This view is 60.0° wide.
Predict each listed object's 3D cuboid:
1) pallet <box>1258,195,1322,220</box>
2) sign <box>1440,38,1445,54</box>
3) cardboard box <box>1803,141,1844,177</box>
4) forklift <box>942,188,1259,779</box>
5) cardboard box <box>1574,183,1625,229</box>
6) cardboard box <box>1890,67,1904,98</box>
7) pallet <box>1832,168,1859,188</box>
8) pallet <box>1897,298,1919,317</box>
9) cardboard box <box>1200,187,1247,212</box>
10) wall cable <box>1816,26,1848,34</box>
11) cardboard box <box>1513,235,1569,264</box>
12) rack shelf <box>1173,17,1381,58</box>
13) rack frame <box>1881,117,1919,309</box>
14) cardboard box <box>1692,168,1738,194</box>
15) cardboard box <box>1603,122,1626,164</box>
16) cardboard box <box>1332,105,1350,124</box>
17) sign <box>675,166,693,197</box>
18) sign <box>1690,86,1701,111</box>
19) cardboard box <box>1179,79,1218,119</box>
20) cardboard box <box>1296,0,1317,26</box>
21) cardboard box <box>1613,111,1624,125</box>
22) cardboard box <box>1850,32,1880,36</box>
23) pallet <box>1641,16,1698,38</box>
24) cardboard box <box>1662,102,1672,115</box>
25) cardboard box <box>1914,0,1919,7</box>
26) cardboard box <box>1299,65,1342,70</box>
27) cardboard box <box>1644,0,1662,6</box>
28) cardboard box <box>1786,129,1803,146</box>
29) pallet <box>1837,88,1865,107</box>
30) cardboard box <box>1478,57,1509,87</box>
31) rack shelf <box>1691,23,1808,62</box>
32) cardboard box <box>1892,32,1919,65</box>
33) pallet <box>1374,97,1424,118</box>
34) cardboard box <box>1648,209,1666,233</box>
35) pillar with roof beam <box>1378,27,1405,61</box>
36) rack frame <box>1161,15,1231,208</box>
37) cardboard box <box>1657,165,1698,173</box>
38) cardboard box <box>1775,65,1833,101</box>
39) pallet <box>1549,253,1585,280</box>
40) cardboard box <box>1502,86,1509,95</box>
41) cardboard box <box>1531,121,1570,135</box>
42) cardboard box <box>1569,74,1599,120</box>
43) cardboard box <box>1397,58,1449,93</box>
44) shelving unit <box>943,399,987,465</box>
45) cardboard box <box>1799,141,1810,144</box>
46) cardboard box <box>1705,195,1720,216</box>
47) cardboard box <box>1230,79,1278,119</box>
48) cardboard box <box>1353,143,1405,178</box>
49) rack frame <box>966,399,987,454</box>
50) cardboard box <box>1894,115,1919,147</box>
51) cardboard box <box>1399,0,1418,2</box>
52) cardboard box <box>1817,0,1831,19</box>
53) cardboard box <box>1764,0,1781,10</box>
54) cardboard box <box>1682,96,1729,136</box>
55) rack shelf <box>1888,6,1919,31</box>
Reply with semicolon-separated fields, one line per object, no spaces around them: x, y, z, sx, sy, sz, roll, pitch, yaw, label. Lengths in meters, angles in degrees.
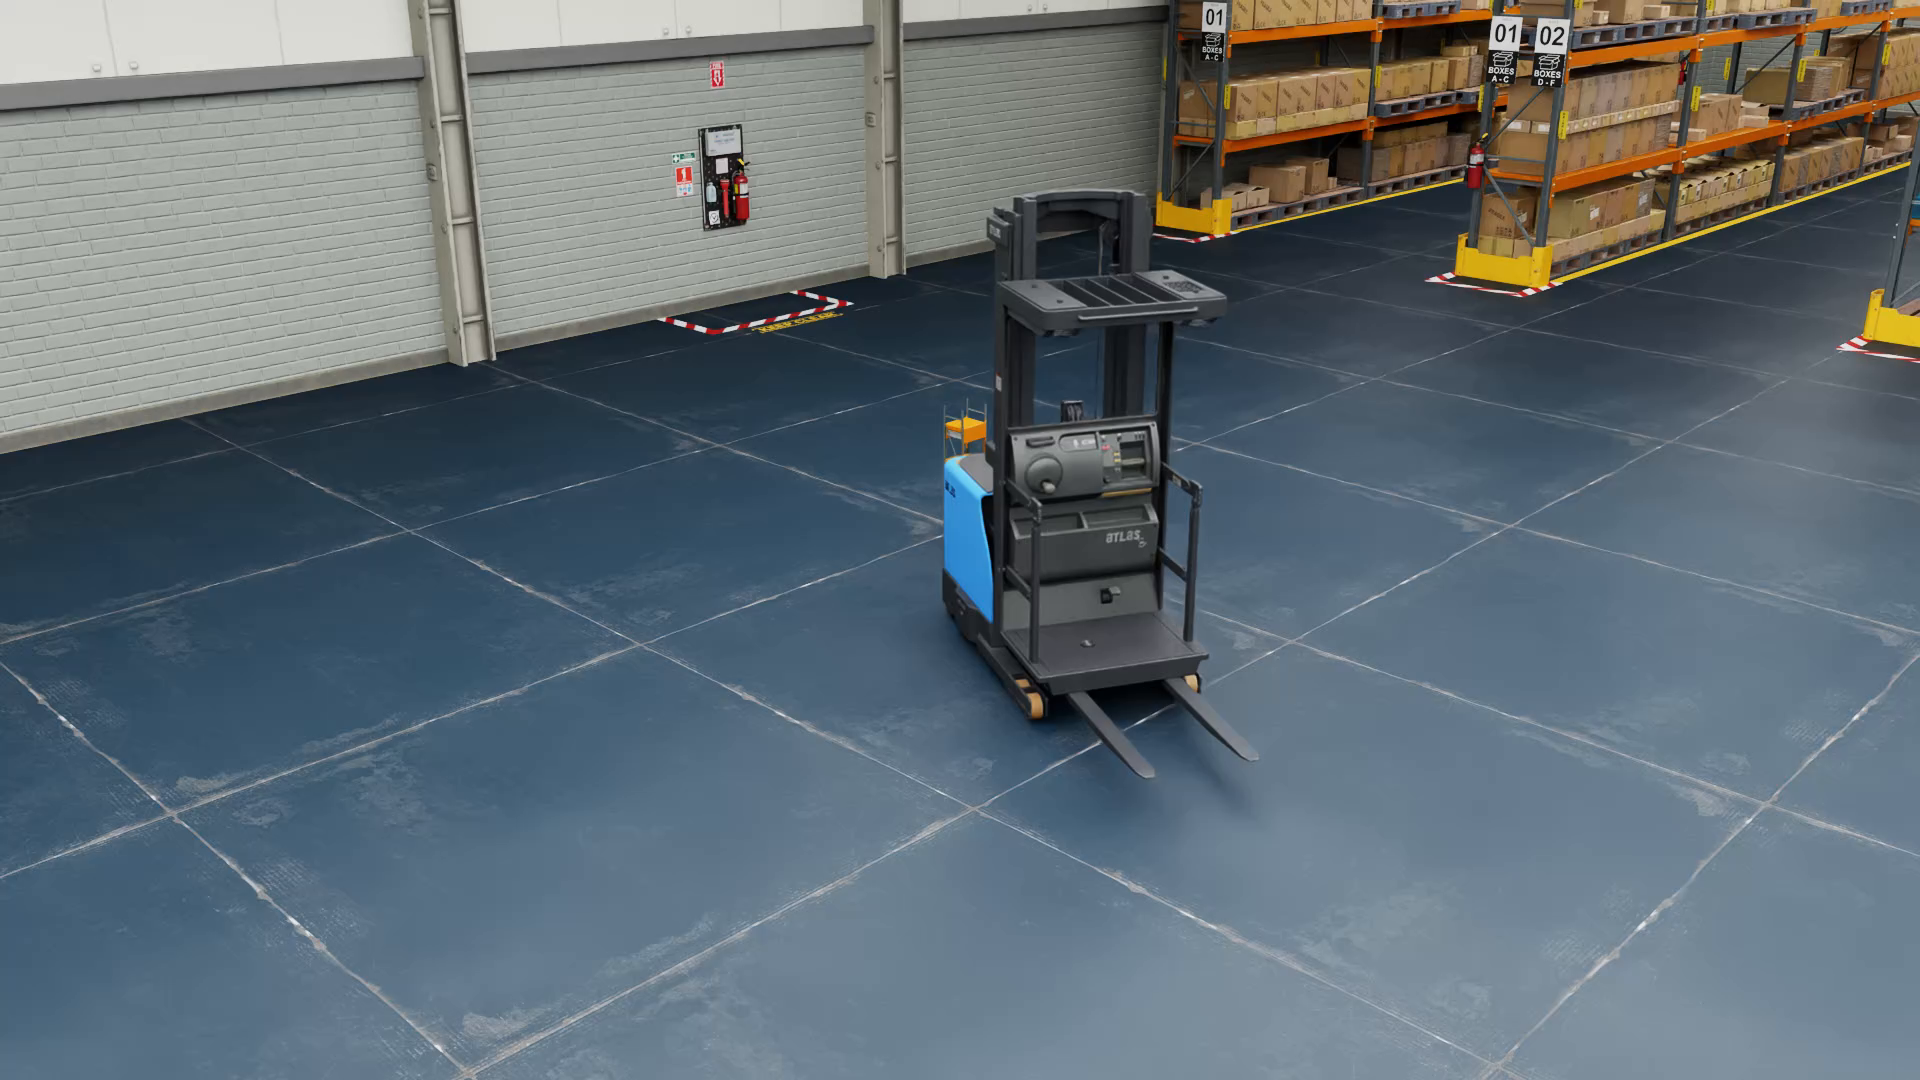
4.871;-5.207;25.827;1.003;0.211;1.213;19;28;41;pallet
8.556;-8.712;29.445;0.100;0.325;0.005;19;28;41;sign
14.458;-6.409;27.939;0.500;0.500;0.500;20;29;41;cardboard box
0.818;-0.465;9.699;1.130;2.935;3.031;-7;22;-17;forklift
8.509;-4.468;22.219;0.500;0.500;0.500;19;28;41;cardboard box
16.204;-8.065;29.236;0.500;0.500;0.500;-20;28;-41;cardboard box
14.758;-6.302;28.678;1.003;0.211;1.213;19;28;41;pallet
11.063;-2.434;18.614;1.003;0.211;1.213;19;28;41;pallet
3.922;-5.082;24.751;0.500;0.311;0.500;15;26;35;cardboard box
18.738;-12.805;37.675;3.097;2.526;0.112;19;28;41;wall cable
7.460;-3.733;21.352;0.500;0.250;0.500;19;28;41;cardboard box
4.770;-7.555;24.872;1.077;0.370;4.000;19;28;41;rack shelf
10.473;-3.497;17.493;1.000;3.000;0.127;19;28;41;rack frame
11.256;-5.380;24.856;0.500;0.311;0.500;-19;28;-41;cardboard box
8.340;-5.300;22.044;0.500;0.500;0.700;-19;28;-40;cardboard box
5.699;-6.621;25.800;0.500;0.250;0.500;19;28;41;cardboard box
-3.153;-4.106;19.026;0.001;0.329;0.234;19;28;41;sign
10.116;-6.069;22.866;0.100;0.325;0.005;19;28;41;sign
3.552;-6.441;24.286;0.500;0.500;0.500;19;28;40;cardboard box
4.906;-7.863;24.503;0.500;0.500;0.500;-18;27;-39;cardboard box
8.428;-5.529;21.736;0.380;0.149;0.250;20;28;41;cardboard box
16.173;-8.793;29.737;0.500;0.500;0.500;20;28;41;cardboard box
9.141;-6.899;22.286;1.003;0.211;1.213;19;28;41;pallet
9.507;-5.929;22.776;0.380;0.149;0.250;19;28;40;cardboard box
16.516;-9.472;29.064;0.500;0.250;0.500;19;28;41;cardboard box
5.688;-7.226;26.329;0.500;0.500;0.500;18;28;39;cardboard box
9.177;-7.411;22.574;0.500;0.500;0.500;-17;27;-38;cardboard box
13.739;-6.762;27.812;0.500;0.250;0.500;19;28;40;cardboard box
14.663;-7.555;28.317;1.003;0.211;1.213;19;28;41;pallet
9.478;-8.289;29.377;0.500;0.500;0.500;-19;28;-40;cardboard box
11.113;-7.345;24.324;1.077;0.370;4.000;19;28;41;rack shelf
16.907;-8.784;29.715;0.500;0.500;0.500;-19;28;-40;cardboard box
6.803;-7.076;27.070;1.003;0.211;1.213;19;28;41;pallet
9.550;-4.505;23.361;0.500;0.250;0.500;19;28;41;cardboard box
10.514;-9.638;25.108;9.100;9.000;0.400;19;28;41;pillar with roof beam
3.375;-5.977;23.944;1.000;3.000;0.127;19;28;41;rack frame
10.856;-5.508;25.189;0.500;0.311;0.500;19;28;40;cardboard box
13.641;-7.415;26.959;0.500;0.500;0.700;-14;25;-32;cardboard box
7.430;-3.644;21.760;1.003;0.211;1.213;19;28;41;pallet
9.534;-8.015;29.568;0.250;0.149;0.380;-20;29;-41;cardboard box
7.355;-5.134;20.708;0.380;0.149;0.250;19;28;40;cardboard box
7.662;-5.657;21.164;0.700;0.500;0.500;18;28;39;cardboard box
7.782;-7.836;28.029;0.700;0.500;0.500;19;28;41;cardboard box
0.037;-0.504;12.422;0.215;1.050;0.252;19;28;41;shelving unit
14.068;-6.531;28.257;0.500;0.500;0.500;20;29;41;cardboard box
10.893;-4.985;24.611;0.500;0.250;0.500;18;28;39;cardboard box
4.275;-6.438;24.280;0.500;0.500;0.500;19;28;41;cardboard box
6.992;-6.382;27.870;0.700;0.500;0.500;19;28;40;cardboard box
0.122;-0.535;12.504;0.200;1.050;0.008;19;28;41;rack frame
17.886;-7.688;31.267;0.500;0.500;0.500;19;28;41;cardboard box
7.034;-8.838;26.747;0.500;0.311;0.500;-19;28;-40;cardboard box
13.144;-8.493;26.170;0.910;0.500;0.500;19;28;41;cardboard box
11.879;-8.051;24.782;0.500;0.250;0.500;-19;28;-41;cardboard box
10.982;-6.270;24.568;0.500;0.500;0.500;19;28;41;cardboard box
16.693;-9.401;29.674;1.077;0.370;4.000;19;28;41;rack shelf
